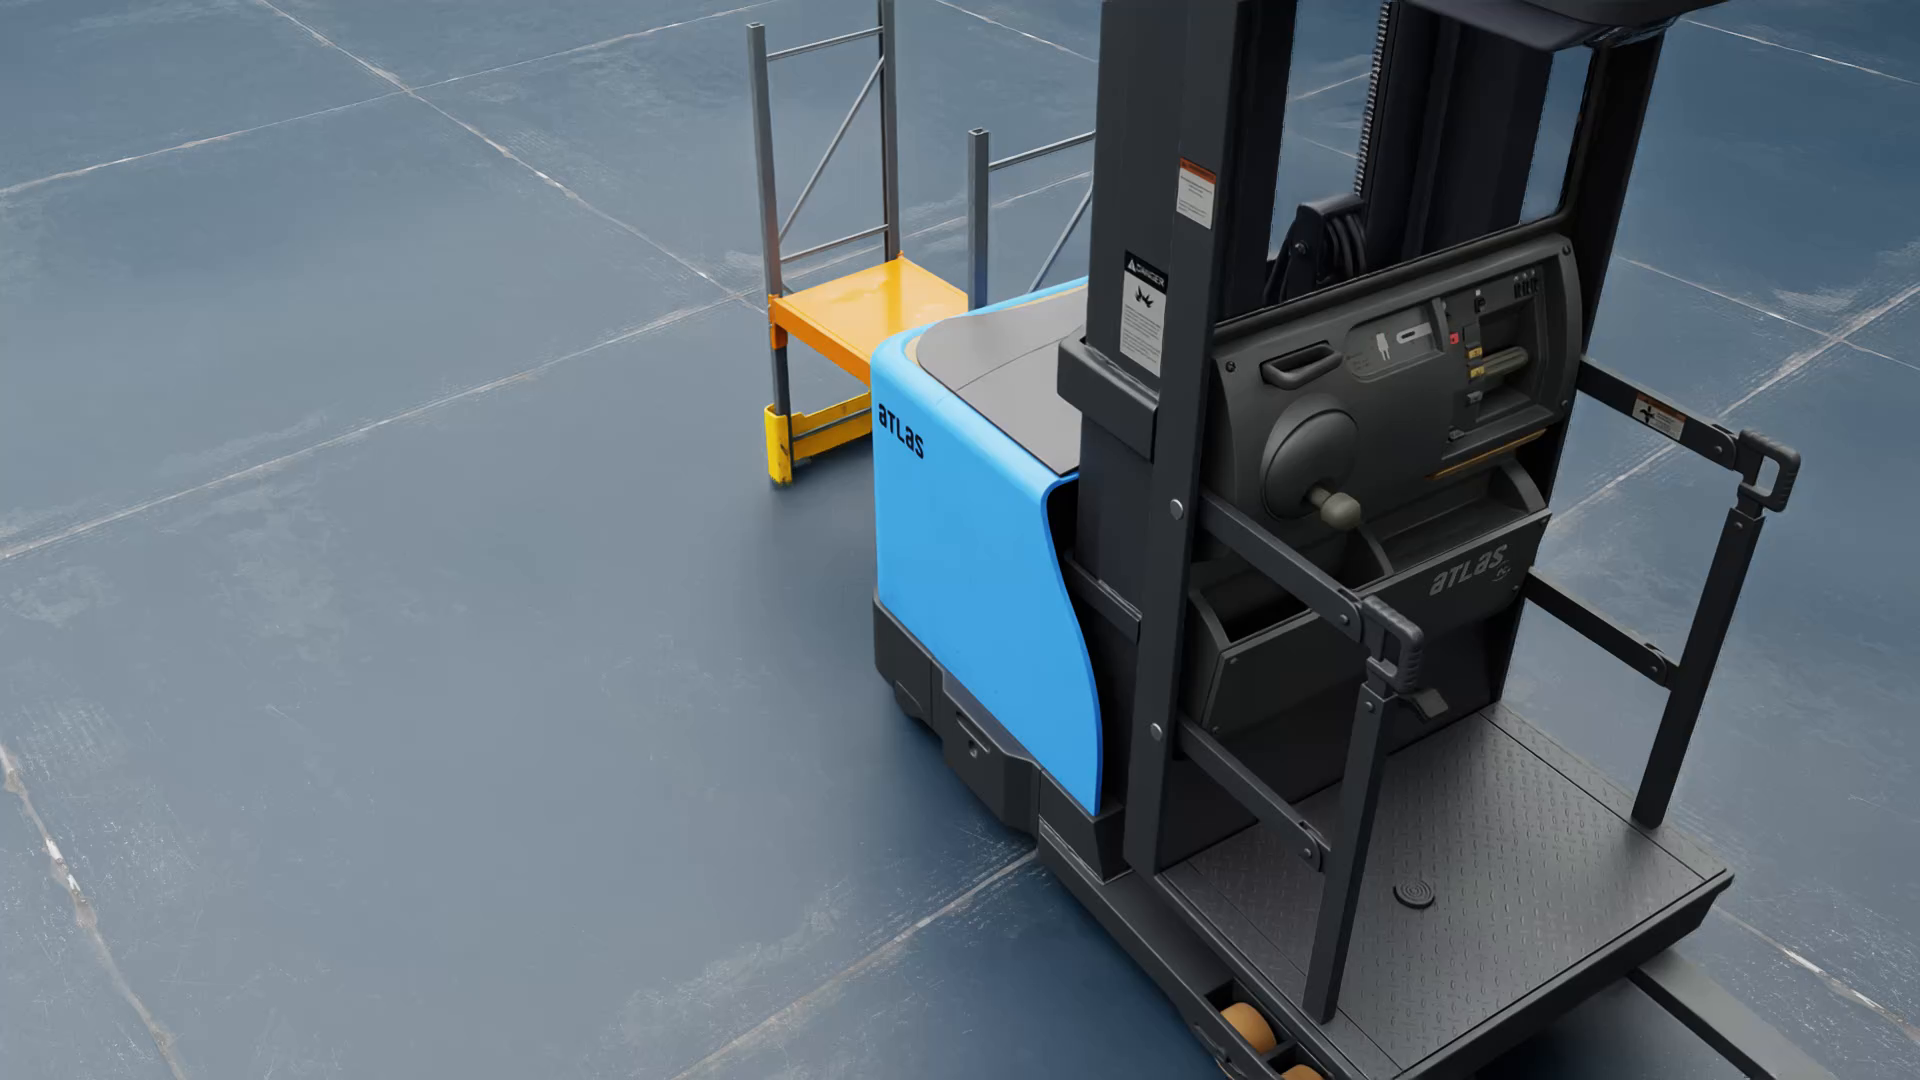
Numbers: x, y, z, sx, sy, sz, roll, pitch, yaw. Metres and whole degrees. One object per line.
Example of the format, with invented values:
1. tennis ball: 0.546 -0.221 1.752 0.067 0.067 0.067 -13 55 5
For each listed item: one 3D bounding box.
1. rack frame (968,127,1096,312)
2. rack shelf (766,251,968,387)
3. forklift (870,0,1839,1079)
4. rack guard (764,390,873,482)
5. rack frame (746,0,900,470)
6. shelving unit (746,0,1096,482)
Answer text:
1. rack frame: 0.225 -0.470 4.616 0.500 1.500 0.032 -24 42 -30
2. rack shelf: -0.088 -0.554 5.046 0.538 0.185 1.000 -24 42 -30
3. forklift: 0.982 -0.246 3.062 1.130 2.935 3.031 -20 40 -26
4. rack guard: -0.390 -0.413 5.617 0.587 0.250 0.087 -24 42 -30
5. rack frame: -0.402 -0.932 5.269 0.500 1.500 0.032 -24 42 -30
6. shelving unit: -0.083 -0.697 4.936 0.587 1.500 1.083 -24 42 -30
